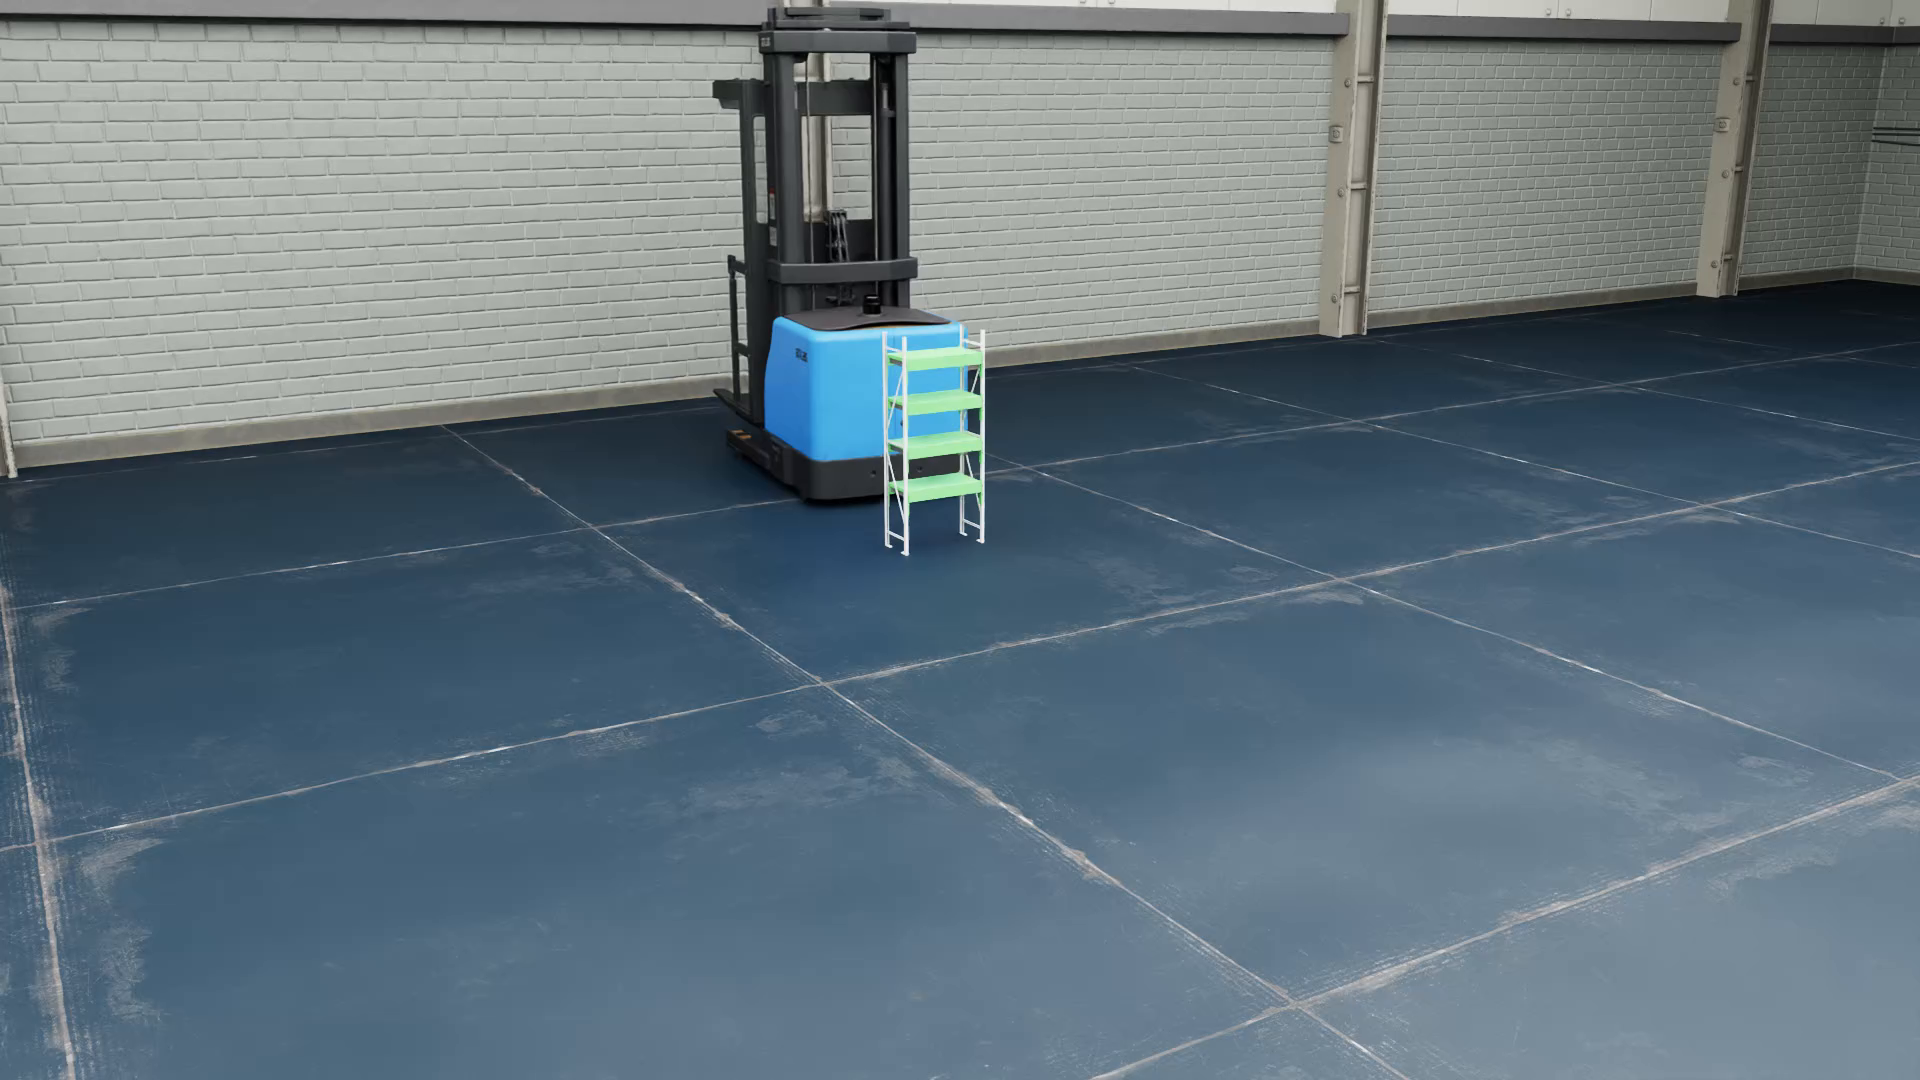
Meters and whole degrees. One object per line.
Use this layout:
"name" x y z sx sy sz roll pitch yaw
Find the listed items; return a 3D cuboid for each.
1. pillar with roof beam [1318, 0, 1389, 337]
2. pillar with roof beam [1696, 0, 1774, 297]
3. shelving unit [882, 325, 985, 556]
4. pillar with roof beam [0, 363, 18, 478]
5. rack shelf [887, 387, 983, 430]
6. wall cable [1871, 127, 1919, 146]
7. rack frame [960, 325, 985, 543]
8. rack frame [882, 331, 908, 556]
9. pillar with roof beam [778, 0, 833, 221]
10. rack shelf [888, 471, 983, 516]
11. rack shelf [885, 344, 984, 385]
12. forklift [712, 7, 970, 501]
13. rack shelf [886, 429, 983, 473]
"pillar with roof beam" 6.088 -5.427 12.097 0.400 9.000 9.100 -9 18 -30
"pillar with roof beam" 11.231 -6.261 15.072 0.400 9.000 9.100 -9 18 -30
"shelving unit" -0.142 -0.555 9.166 0.503 1.200 0.258 -9 18 -30
"pillar with roof beam" -4.198 -3.759 6.146 0.400 9.000 9.100 -9 18 -30
"rack shelf" -0.142 -0.724 9.118 0.480 0.148 0.258 -9 18 -30
"wall cable" 12.221 -5.865 19.414 0.112 2.526 3.097 -9 18 -30
"rack frame" 0.067 -0.589 9.287 0.015 1.200 0.240 -9 18 -30
"rack frame" -0.351 -0.521 9.045 0.015 1.200 0.240 -9 18 -30
"pillar with roof beam" 0.945 -4.593 9.122 0.400 9.000 9.100 -9 18 -30
"rack shelf" -0.142 -0.262 9.248 0.480 0.148 0.258 -9 18 -30
"rack shelf" -0.142 -0.955 9.053 0.480 0.148 0.258 -9 18 -30
"forklift" -0.979 -2.004 11.130 1.130 2.935 3.031 -7 17 -22
"rack shelf" -0.142 -0.493 9.183 0.480 0.148 0.258 -9 18 -30
